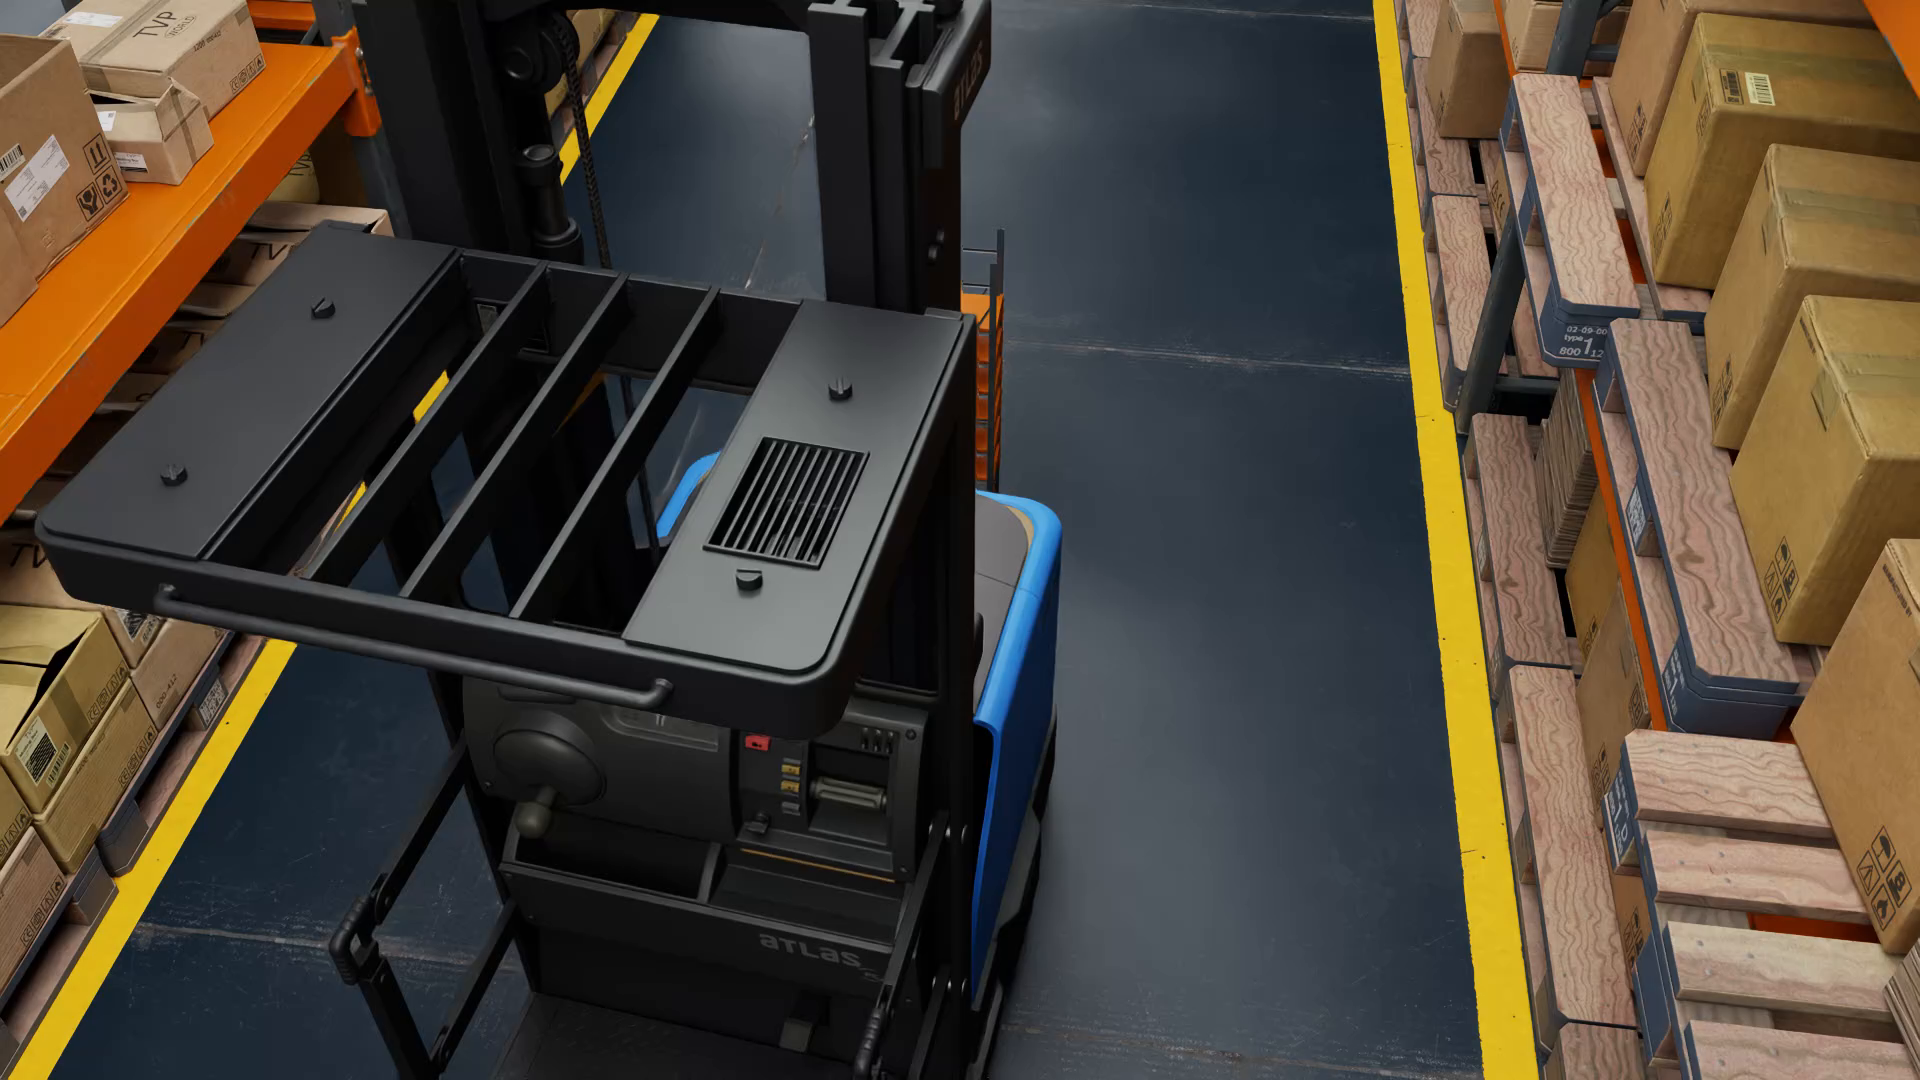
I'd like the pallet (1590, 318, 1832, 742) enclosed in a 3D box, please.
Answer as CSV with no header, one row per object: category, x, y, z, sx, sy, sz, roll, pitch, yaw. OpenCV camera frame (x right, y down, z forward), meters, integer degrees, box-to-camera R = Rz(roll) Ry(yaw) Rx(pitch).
pallet,2.036,-0.028,3.737,1.003,0.211,1.213,5,44,6

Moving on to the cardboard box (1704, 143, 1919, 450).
cardboard box,2.105,-0.491,3.694,0.700,0.500,0.500,11,45,11

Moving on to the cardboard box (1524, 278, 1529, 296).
cardboard box,2.384,-0.969,6.332,0.380,0.166,0.250,0,43,0

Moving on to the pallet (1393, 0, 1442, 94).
pallet,2.720,-2.582,8.323,1.003,0.211,1.213,5,44,6

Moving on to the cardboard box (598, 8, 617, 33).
cardboard box,-1.935,-2.723,8.139,0.500,0.250,0.500,5,44,6

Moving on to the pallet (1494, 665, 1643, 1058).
pallet,2.083,0.907,4.639,1.003,0.211,1.213,5,44,6

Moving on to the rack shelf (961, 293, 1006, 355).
rack shelf,0.002,-0.675,5.131,0.258,0.103,0.180,5,44,6

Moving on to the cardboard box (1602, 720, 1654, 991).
cardboard box,2.079,0.826,4.194,0.700,0.500,0.500,5,44,5

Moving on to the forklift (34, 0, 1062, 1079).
forklift,-0.573,0.522,3.067,1.130,2.935,3.031,10,44,10

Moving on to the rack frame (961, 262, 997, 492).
rack frame,-0.010,-0.383,5.282,0.240,1.200,0.006,5,44,6

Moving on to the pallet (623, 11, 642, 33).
pallet,-2.098,-3.107,8.878,1.003,0.211,1.213,5,44,6

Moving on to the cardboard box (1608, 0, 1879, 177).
cardboard box,2.242,-1.323,4.573,0.700,0.500,0.500,5,44,6

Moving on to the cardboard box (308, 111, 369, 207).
cardboard box,-2.196,-1.632,6.441,0.500,0.500,0.500,5,44,6

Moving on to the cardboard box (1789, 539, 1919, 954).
cardboard box,1.914,0.355,2.801,0.700,0.500,0.500,1,43,2

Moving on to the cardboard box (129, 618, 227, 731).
cardboard box,-2.539,0.277,4.971,0.500,0.250,0.500,6,44,6

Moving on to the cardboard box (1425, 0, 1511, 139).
cardboard box,2.470,-2.101,7.286,0.700,0.500,0.500,3,44,3

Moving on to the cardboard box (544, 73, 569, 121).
cardboard box,-2.063,-2.041,7.419,0.500,0.250,0.500,5,44,6

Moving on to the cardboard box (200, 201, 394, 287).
cardboard box,-2.337,-0.974,5.883,0.500,0.311,0.500,5,44,6

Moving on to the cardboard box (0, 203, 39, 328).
cardboard box,-2.821,-0.732,4.269,0.500,0.500,0.500,5,44,6

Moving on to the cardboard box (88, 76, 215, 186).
cardboard box,-2.502,-1.254,4.990,0.396,0.266,0.258,4,44,4

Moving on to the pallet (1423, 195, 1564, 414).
pallet,2.397,-0.919,6.567,1.003,0.211,1.213,5,44,6

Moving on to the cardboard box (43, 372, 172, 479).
cardboard box,-2.468,-0.279,5.149,0.500,0.311,0.500,5,44,5

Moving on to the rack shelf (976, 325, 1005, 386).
rack shelf,0.002,-0.588,5.213,0.258,0.103,0.180,5,44,6

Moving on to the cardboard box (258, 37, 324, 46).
cardboard box,-2.645,-2.020,6.851,0.500,0.500,0.500,5,44,6

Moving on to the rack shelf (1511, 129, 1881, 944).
rack shelf,2.079,0.154,3.929,1.077,0.370,4.000,5,44,6

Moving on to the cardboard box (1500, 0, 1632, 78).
cardboard box,2.105,-1.774,5.536,0.500,0.250,0.500,5,44,6

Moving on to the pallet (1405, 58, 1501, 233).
pallet,2.556,-1.753,7.448,1.003,0.211,1.213,5,44,6

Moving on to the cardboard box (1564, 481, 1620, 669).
cardboard box,2.244,0.137,4.921,0.700,0.500,0.500,4,44,5

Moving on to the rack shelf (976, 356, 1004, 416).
rack shelf,0.002,-0.500,5.296,0.258,0.103,0.180,5,44,6

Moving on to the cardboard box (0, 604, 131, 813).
cardboard box,-2.605,0.414,4.418,0.500,0.311,0.500,4,44,4

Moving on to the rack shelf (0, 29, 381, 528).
rack shelf,-2.832,-0.294,4.402,1.077,0.370,4.000,5,44,6

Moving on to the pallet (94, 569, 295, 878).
pallet,-2.785,0.434,5.138,1.003,0.211,1.213,5,44,6

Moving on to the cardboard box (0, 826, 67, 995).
cardboard box,-2.670,0.981,4.227,0.500,0.250,0.500,4,44,4

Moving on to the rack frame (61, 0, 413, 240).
rack frame,-2.567,-1.918,5.594,1.000,3.000,0.127,5,44,6

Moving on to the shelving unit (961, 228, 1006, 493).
shelving unit,0.002,-0.446,5.348,0.258,1.200,0.189,5,44,6
